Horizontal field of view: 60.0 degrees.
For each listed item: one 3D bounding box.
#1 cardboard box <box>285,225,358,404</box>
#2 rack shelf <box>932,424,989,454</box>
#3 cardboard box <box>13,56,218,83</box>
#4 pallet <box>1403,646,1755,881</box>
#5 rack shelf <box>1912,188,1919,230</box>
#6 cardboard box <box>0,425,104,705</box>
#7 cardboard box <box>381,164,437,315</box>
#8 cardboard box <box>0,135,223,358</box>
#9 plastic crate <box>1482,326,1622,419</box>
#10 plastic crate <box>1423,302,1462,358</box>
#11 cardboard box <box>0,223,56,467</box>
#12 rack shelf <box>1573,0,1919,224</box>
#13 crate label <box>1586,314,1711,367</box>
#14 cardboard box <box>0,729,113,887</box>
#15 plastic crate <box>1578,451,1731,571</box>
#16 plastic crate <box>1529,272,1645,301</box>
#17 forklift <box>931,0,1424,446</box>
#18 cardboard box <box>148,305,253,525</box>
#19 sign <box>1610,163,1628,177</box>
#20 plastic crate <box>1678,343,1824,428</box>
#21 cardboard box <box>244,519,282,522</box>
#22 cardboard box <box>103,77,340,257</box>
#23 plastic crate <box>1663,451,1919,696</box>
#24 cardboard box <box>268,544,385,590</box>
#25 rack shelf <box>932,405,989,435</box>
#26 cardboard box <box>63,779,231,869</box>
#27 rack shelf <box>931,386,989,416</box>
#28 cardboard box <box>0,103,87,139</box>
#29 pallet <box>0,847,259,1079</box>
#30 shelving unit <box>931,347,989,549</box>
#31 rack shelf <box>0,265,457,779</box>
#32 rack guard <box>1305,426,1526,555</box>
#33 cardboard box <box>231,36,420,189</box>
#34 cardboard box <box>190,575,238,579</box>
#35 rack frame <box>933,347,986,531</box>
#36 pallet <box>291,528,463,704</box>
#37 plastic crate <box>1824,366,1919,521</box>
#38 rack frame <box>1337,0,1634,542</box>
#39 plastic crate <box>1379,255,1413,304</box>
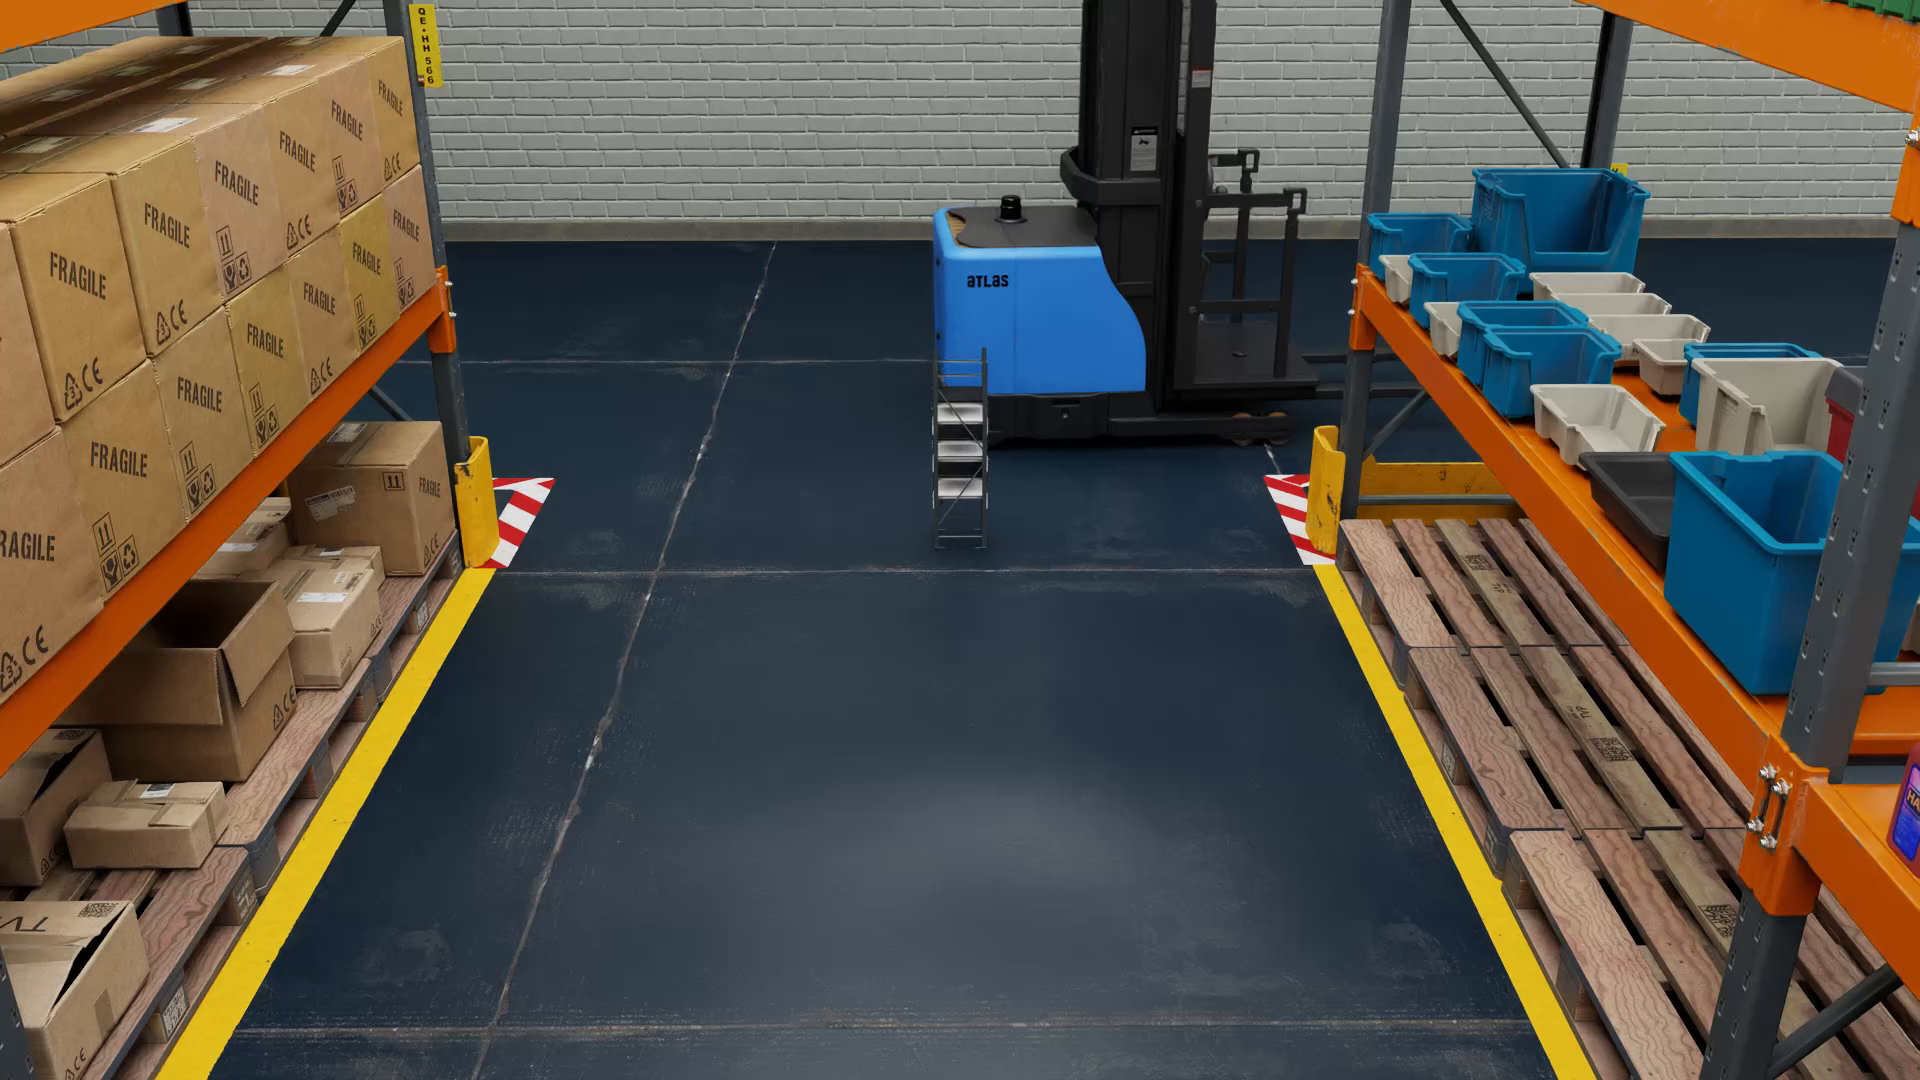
[{"bbox_3d":[-2.438,-0.784,5.723,0.500,0.500,0.500,0,24,0],"label":"cardboard box"},{"bbox_3d":[0.000,-0.465,7.549,0.258,0.077,0.200,0,24,-1],"label":"rack shelf"},{"bbox_3d":[-2.969,-1.443,5.966,0.500,0.500,0.500,0,24,0],"label":"cardboard box"},{"bbox_3d":[2.210,0.750,5.836,1.003,0.211,1.213,0,24,-1],"label":"pallet"},{"bbox_3d":[2.295,0.071,1.186,1.077,0.370,4.000,0,24,-1],"label":"rack shelf"},{"bbox_3d":[-2.413,0.050,3.878,0.500,0.500,0.500,0,24,1],"label":"cardboard box"},{"bbox_3d":[-2.447,-1.204,6.650,0.500,0.500,0.500,0,24,1],"label":"cardboard box"},{"bbox_3d":[-2.415,-0.814,4.576,0.500,0.500,0.500,-1,24,-2],"label":"cardboard box"},{"bbox_3d":[1.921,-0.544,5.443,0.416,0.233,0.300,0,24,-1],"label":"plastic crate"},{"bbox_3d":[1.831,-0.754,6.025,0.250,0.136,0.298,0,24,-1],"label":"plastic crate"},{"bbox_3d":[-2.404,-0.390,3.637,0.500,0.500,0.500,0,24,1],"label":"cardboard box"},{"bbox_3d":[2.251,-1.577,4.830,1.077,0.370,4.000,0,24,-1],"label":"rack shelf"},{"bbox_3d":[2.436,-0.700,5.905,0.396,0.136,0.243,0,24,-1],"label":"crate label"},{"bbox_3d":[-2.978,0.789,5.095,0.500,0.311,0.500,0,24,-1],"label":"cardboard box"},{"bbox_3d":[1.992,-0.076,4.539,0.437,0.125,0.590,0,24,-1],"label":"plastic crate"},{"bbox_3d":[2.419,-0.934,6.423,0.396,0.136,0.243,0,24,-1],"label":"plastic crate"},{"bbox_3d":[1.381,-2.060,8.747,3.031,2.935,1.130,-2,24,-4],"label":"forklift"},{"bbox_3d":[-2.425,-0.367,4.801,0.500,0.500,0.500,0,24,-1],"label":"cardboard box"},{"bbox_3d":[2.779,-1.446,7.109,0.100,0.325,0.005,0,24,-1],"label":"sign"},{"bbox_3d":[2.508,-0.468,5.276,0.416,0.233,0.300,0,24,-1],"label":"plastic crate"},{"bbox_3d":[-3.060,0.026,6.957,0.380,0.166,0.250,0,24,-1],"label":"cardboard box"},{"bbox_3d":[-2.427,-1.239,5.514,0.500,0.500,0.500,0,24,1],"label":"cardboard box"},{"bbox_3d":[1.927,0.075,3.890,0.392,0.384,0.575,0,24,-1],"label":"plastic crate"},{"bbox_3d":[-2.557,0.139,6.707,0.380,0.166,0.250,0,24,-1],"label":"cardboard box"},{"bbox_3d":[0.000,-0.547,7.512,0.258,0.077,0.200,0,24,-1],"label":"rack shelf"},{"bbox_3d":[-2.488,0.867,5.098,0.380,0.166,0.250,0,24,-1],"label":"cardboard box"},{"bbox_3d":[0.000,-0.629,7.474,0.258,0.077,0.200,0,24,-1],"label":"rack shelf"},{"bbox_3d":[-2.962,-1.028,5.048,0.500,0.500,0.500,0,24,-1],"label":"cardboard box"},{"bbox_3d":[-2.687,1.294,4.632,1.003,0.211,1.213,0,24,-1],"label":"pallet"},{"bbox_3d":[0.000,-0.413,7.572,0.258,0.900,0.210,0,24,-1],"label":"shelving unit"},{"bbox_3d":[-2.702,-0.190,5.402,1.077,0.370,4.000,0,24,-1],"label":"rack shelf"},{"bbox_3d":[2.216,-0.233,7.659,1.175,0.500,0.348,0,24,-1],"label":"rack guard"},{"bbox_3d":[-2.444,-1.660,6.447,0.500,0.500,0.500,0,24,-1],"label":"cardboard box"},{"bbox_3d":[-2.991,0.348,6.143,0.500,0.250,0.500,0,24,-1],"label":"cardboard box"},{"bbox_3d":[-0.001,-0.455,7.665,0.240,0.900,0.006,0,24,-1],"label":"rack frame"},{"bbox_3d":[-2.713,0.289,6.855,1.003,0.211,1.213,0,24,-1],"label":"pallet"},{"bbox_3d":[2.514,-0.140,4.268,0.402,0.464,0.583,0,24,-1],"label":"plastic crate"},{"bbox_3d":[2.229,-1.362,7.122,1.000,3.000,0.127,0,24,-1],"label":"rack frame"},{"bbox_3d":[1.824,-1.034,6.643,0.250,0.136,0.298,0,24,-1],"label":"plastic crate"}]
